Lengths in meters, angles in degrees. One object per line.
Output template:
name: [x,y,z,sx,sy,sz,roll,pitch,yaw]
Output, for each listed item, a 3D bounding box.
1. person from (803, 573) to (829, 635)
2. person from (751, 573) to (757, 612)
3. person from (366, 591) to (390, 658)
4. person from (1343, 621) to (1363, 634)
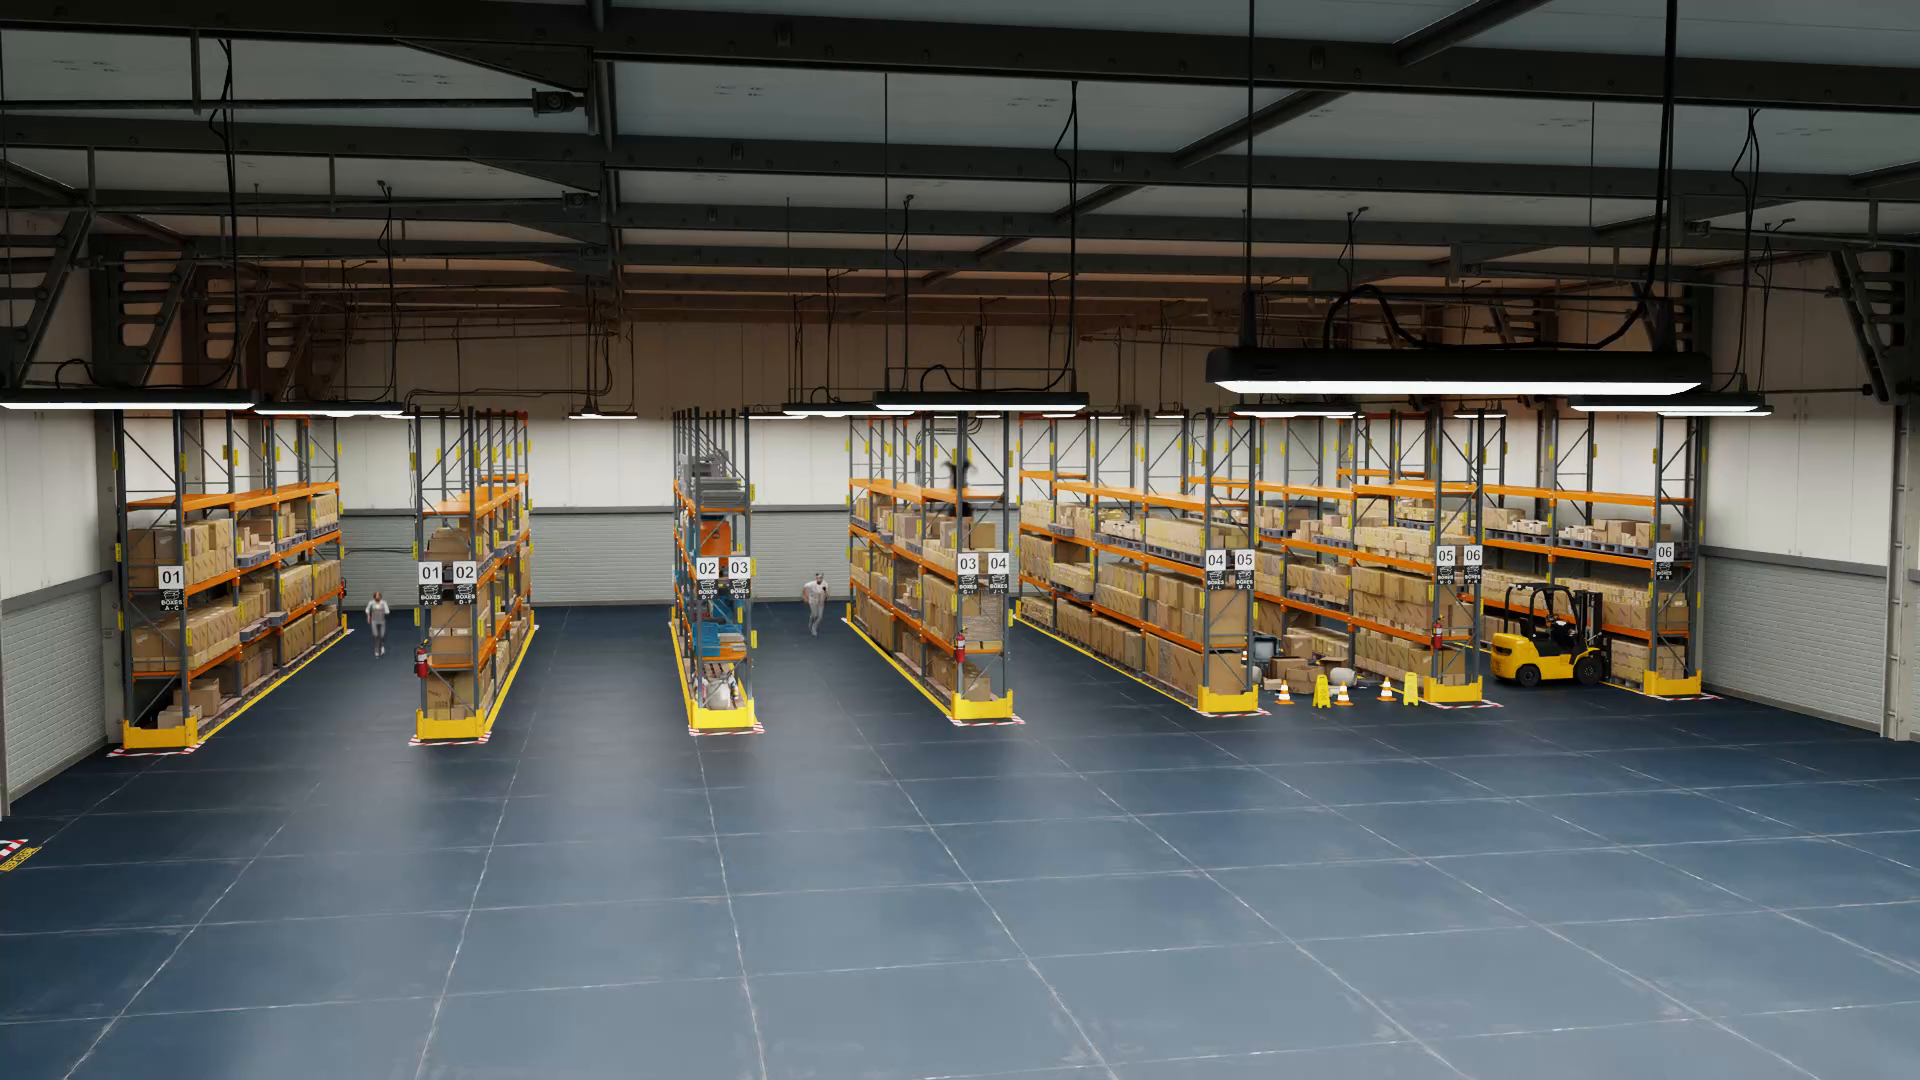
person: [-3.827,1.710,44.632,0.651,1.698,0.737,-2,5,-28]
person: [-6.510,1.317,50.136,0.830,1.746,0.593,0,4,7]
person: [-14.134,2.031,40.395,0.545,1.593,0.873,-1,4,-19]
person: [10.052,1.837,42.422,0.652,1.747,0.975,-1,4,-14]
